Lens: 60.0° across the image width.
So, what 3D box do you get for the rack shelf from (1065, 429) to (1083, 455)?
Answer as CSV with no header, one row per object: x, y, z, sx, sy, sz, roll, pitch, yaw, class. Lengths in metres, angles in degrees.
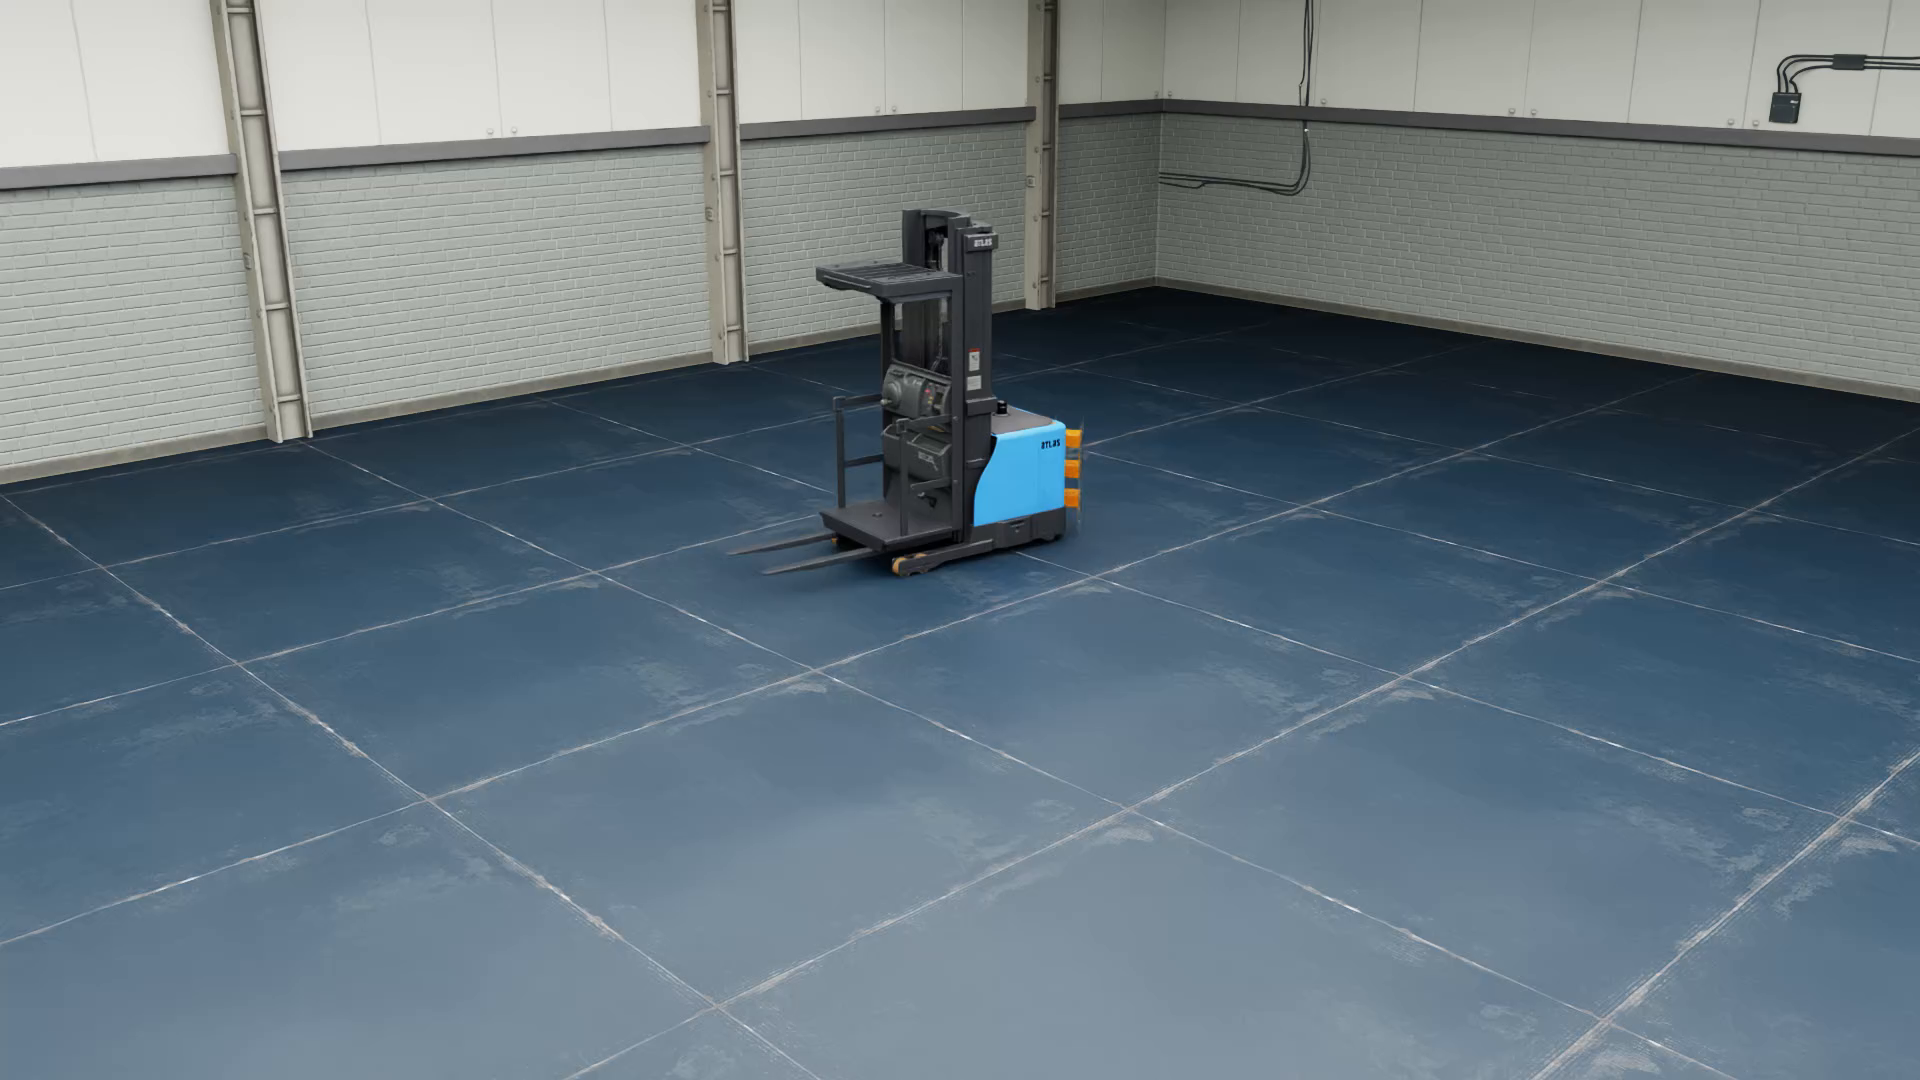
0.978,-0.869,15.077,0.240,0.259,0.215,4,18,11,rack shelf

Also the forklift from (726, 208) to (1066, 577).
-0.542,-1.263,14.128,3.031,2.935,1.130,-13,22,-34,forklift

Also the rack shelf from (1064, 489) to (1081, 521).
0.978,-0.335,15.250,0.240,0.259,0.215,4,18,11,rack shelf

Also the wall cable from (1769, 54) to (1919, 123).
10.824,-7.781,18.878,0.169,6.003,2.305,-16,24,-41,wall cable

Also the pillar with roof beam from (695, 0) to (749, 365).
-0.138,-5.730,18.066,0.400,9.000,9.100,-16,24,-41,pillar with roof beam

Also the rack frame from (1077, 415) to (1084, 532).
1.097,-0.602,15.138,0.008,1.050,0.200,4,18,11,rack frame

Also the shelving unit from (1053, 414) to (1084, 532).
0.978,-0.609,15.161,0.252,1.050,0.215,4,18,11,shelving unit

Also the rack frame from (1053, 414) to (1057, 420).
0.858,-0.617,15.184,0.008,1.050,0.200,4,18,11,rack frame

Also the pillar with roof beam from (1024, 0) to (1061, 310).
4.221,-7.001,21.988,0.400,9.000,9.100,-16,24,-41,pillar with roof beam

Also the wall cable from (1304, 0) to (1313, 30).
6.171,-8.613,23.805,0.112,2.526,3.097,-16,24,-41,wall cable

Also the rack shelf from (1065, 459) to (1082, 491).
0.978,-0.599,15.164,0.240,0.259,0.215,4,18,11,rack shelf

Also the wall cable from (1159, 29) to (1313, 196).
4.313,-6.817,26.454,0.112,2.526,3.097,-16,24,-41,wall cable

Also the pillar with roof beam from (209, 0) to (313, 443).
-4.498,-4.458,14.145,0.400,9.000,9.100,-16,24,-41,pillar with roof beam
